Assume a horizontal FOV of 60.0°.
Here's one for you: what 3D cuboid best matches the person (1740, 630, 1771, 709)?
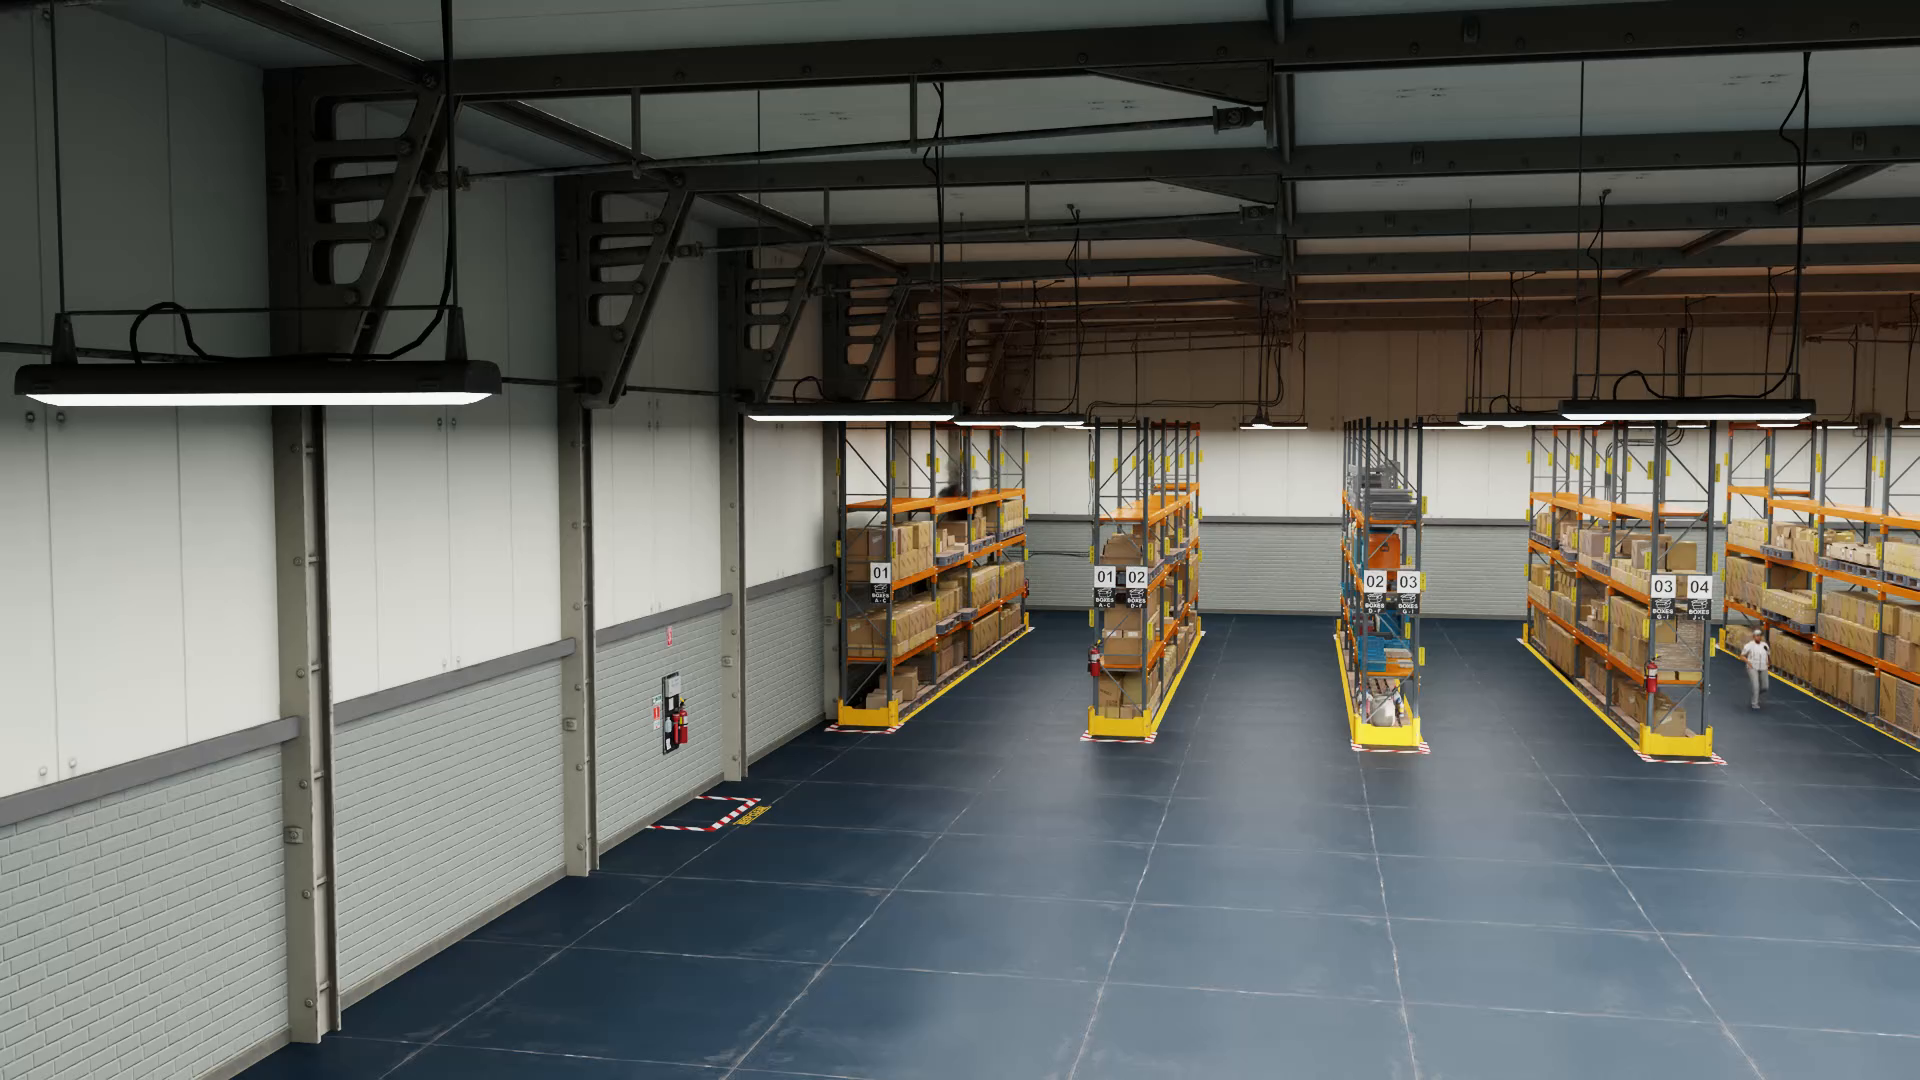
[{"bbox_3d":[16.537,2.673,34.539,0.605,1.615,0.578,0,4,6],"label":"person"}]
